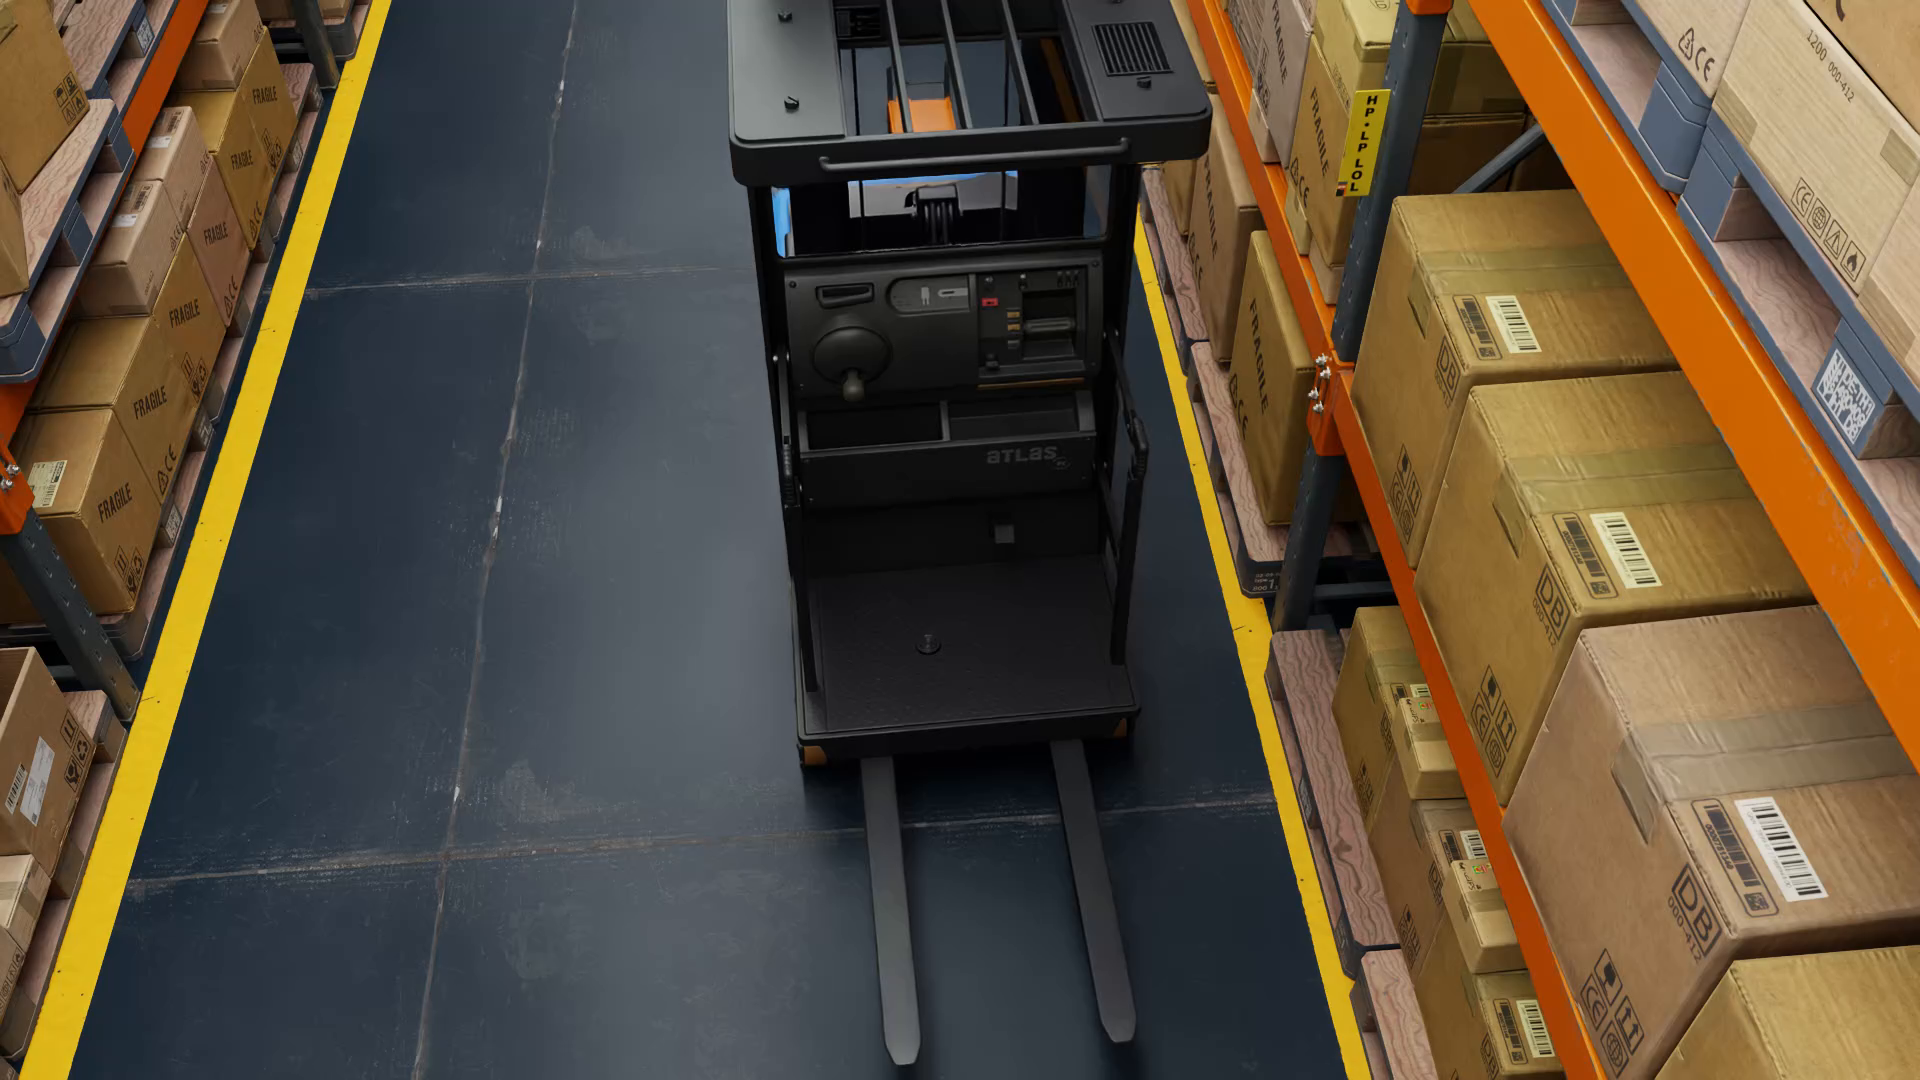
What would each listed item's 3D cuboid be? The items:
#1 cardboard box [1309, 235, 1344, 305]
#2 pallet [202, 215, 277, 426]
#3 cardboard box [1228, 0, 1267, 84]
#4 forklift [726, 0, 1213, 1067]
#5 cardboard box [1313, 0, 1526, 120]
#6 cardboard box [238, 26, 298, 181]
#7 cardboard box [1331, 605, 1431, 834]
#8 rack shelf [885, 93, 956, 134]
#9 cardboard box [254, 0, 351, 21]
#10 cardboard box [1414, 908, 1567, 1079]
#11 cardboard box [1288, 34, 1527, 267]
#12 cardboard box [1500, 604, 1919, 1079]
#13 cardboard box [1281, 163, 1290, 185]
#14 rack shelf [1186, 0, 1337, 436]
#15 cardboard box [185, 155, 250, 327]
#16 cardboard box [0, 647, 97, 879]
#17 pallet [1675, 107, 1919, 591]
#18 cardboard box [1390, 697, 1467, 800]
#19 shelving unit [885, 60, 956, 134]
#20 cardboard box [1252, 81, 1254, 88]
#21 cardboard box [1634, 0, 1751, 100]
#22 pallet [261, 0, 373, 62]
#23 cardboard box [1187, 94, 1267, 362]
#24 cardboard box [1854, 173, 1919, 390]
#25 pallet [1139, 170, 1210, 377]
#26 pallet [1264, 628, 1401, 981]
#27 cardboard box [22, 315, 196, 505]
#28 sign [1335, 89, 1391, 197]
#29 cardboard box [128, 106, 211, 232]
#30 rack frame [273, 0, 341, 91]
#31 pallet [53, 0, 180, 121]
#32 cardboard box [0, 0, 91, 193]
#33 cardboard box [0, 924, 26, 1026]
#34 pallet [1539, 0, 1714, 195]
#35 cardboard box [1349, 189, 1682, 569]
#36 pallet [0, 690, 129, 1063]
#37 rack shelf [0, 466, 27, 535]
[{"bbox_3d":[1.307,-0.874,5.171,0.380,0.149,0.250,-3,47,-3],"label":"cardboard box"},{"bbox_3d":[-3.529,-0.934,6.989,1.003,0.211,1.213,-3,47,-3],"label":"pallet"},{"bbox_3d":[1.242,-1.920,5.715,0.500,0.500,0.500,-3,47,-3],"label":"cardboard box"},{"bbox_3d":[-0.015,-0.527,4.731,1.130,2.935,3.031,-5,47,-4],"label":"forklift"},{"bbox_3d":[1.324,-1.449,4.753,0.500,0.250,0.500,-2,47,-2],"label":"cardboard box"},{"bbox_3d":[-3.341,-1.945,7.445,0.500,0.500,0.500,-2,47,-2],"label":"cardboard box"},{"bbox_3d":[1.578,0.537,5.108,0.700,0.500,0.500,-3,47,-3],"label":"cardboard box"},{"bbox_3d":[-0.134,-1.493,6.296,0.258,0.148,0.480,-5,47,-4],"label":"rack shelf"},{"bbox_3d":[-3.404,-2.912,8.546,0.500,0.250,0.500,-4,47,-3],"label":"cardboard box"},{"bbox_3d":[1.658,1.272,4.412,0.700,0.500,0.500,-3,47,-2],"label":"cardboard box"},{"bbox_3d":[1.328,-1.188,5.022,0.500,0.500,0.500,-4,47,-4],"label":"cardboard box"},{"bbox_3d":[1.773,0.619,3.391,0.980,0.700,0.700,-6,47,-5],"label":"cardboard box"},{"bbox_3d":[1.286,-1.245,5.522,0.380,0.149,0.250,-2,47,-2],"label":"cardboard box"},{"bbox_3d":[1.450,-1.925,6.503,1.077,0.370,4.000,-3,47,-3],"label":"rack shelf"},{"bbox_3d":[-3.248,-1.192,6.731,0.500,0.500,0.500,-5,47,-5],"label":"cardboard box"},{"bbox_3d":[-2.988,0.681,4.957,0.500,0.500,0.500,-3,47,-3],"label":"cardboard box"},{"bbox_3d":[1.775,-0.253,2.419,1.003,0.211,1.213,-3,47,-3],"label":"pallet"},{"bbox_3d":[1.425,0.573,4.627,0.380,0.149,0.250,-2,47,-2],"label":"cardboard box"},{"bbox_3d":[-0.134,-1.223,6.581,0.258,1.200,0.503,-5,47,-4],"label":"shelving unit"},{"bbox_3d":[1.251,-1.613,5.871,0.380,0.149,0.250,-3,47,-3],"label":"cardboard box"},{"bbox_3d":[1.441,-0.999,2.809,0.500,0.250,0.500,-4,47,-4],"label":"cardboard box"},{"bbox_3d":[-3.683,-2.955,8.903,1.003,0.211,1.213,-3,47,-3],"label":"pallet"},{"bbox_3d":[1.356,-1.236,6.546,0.750,0.750,0.750,-2,47,-2],"label":"cardboard box"},{"bbox_3d":[1.534,-0.257,2.107,0.500,0.250,0.500,-5,47,-4],"label":"cardboard box"},{"bbox_3d":[1.373,-1.205,7.246,1.003,0.211,1.213,-3,47,-3],"label":"pallet"},{"bbox_3d":[1.603,0.788,5.358,1.003,0.211,1.213,-3,47,-3],"label":"pallet"},{"bbox_3d":[-3.172,-0.464,6.042,0.500,0.500,0.500,-3,47,-3],"label":"cardboard box"},{"bbox_3d":[1.078,-1.057,4.442,0.100,0.325,0.005,-3,47,-3],"label":"sign"},{"bbox_3d":[-3.242,-1.423,6.434,0.500,0.250,0.500,-4,47,-4],"label":"cardboard box"},{"bbox_3d":[-3.653,-3.316,7.325,1.000,3.000,0.127,-3,47,-3],"label":"rack frame"},{"bbox_3d":[-3.486,-1.843,6.062,1.003,0.211,1.213,-3,47,-3],"label":"pallet"},{"bbox_3d":[-3.256,-1.451,5.200,0.700,0.500,0.500,3,47,3],"label":"cardboard box"},{"bbox_3d":[-2.925,1.289,4.512,0.500,0.311,0.500,-3,47,-3],"label":"cardboard box"},{"bbox_3d":[1.676,-1.134,3.253,1.003,0.211,1.213,-3,47,-3],"label":"pallet"},{"bbox_3d":[1.647,-0.435,4.390,0.980,0.700,0.700,-3,47,-3],"label":"cardboard box"},{"bbox_3d":[-3.262,1.034,5.126,1.003,0.211,1.213,-3,47,-3],"label":"pallet"},{"bbox_3d":[-3.151,1.272,3.474,1.077,0.370,4.000,-3,47,-3],"label":"rack shelf"}]
